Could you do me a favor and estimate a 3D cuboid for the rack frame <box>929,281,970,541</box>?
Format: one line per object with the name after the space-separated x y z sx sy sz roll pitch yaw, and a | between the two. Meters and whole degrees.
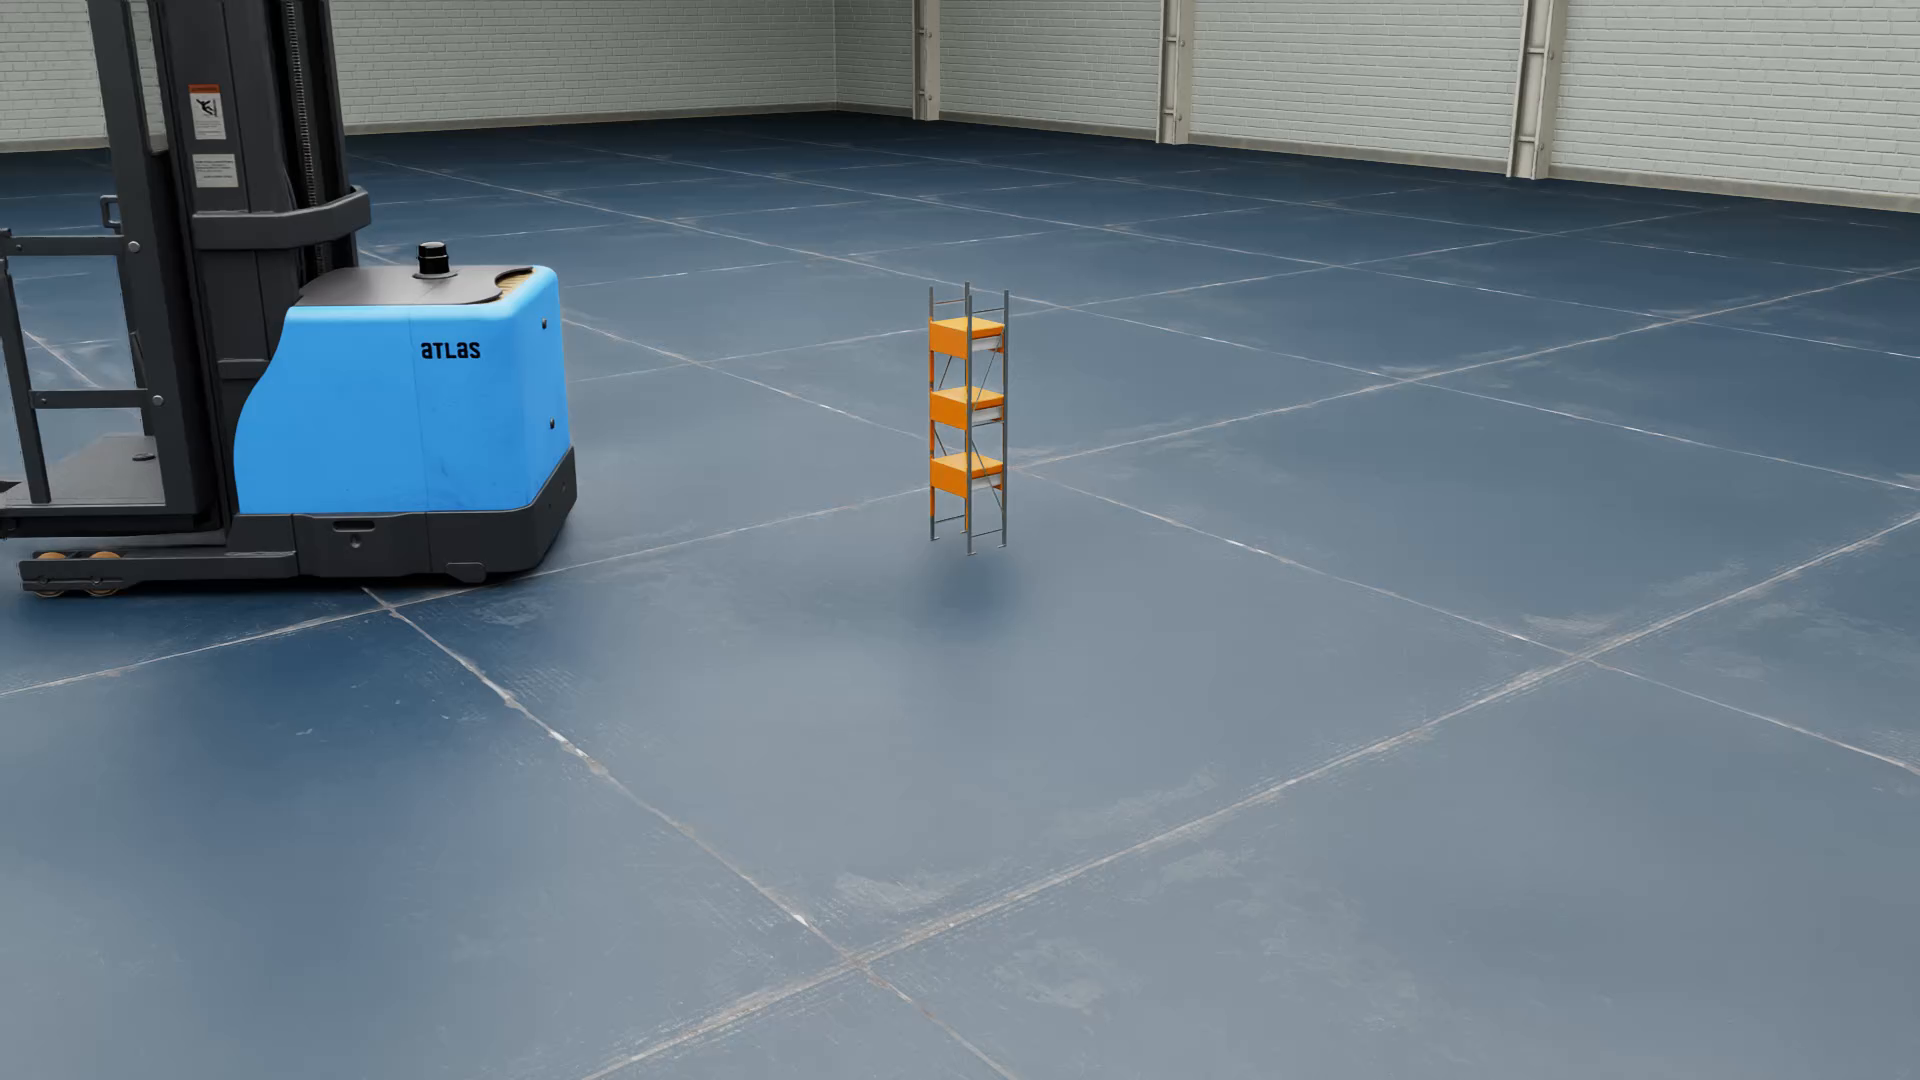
-0.043 -0.515 6.748 0.200 1.050 0.008 -14 23 -36 | rack frame

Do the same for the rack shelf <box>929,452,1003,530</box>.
0.033 -0.211 6.748 0.215 0.259 0.240 -14 23 -36 | rack shelf

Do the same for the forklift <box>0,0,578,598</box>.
-3.144 -1.346 6.265 3.031 2.935 1.130 -1 18 -2 | forklift

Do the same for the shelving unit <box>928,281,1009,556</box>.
0.033 -0.485 6.658 0.215 1.050 0.252 -14 23 -36 | shelving unit

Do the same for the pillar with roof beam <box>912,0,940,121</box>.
-3.960 -10.777 25.092 9.100 9.000 0.400 -14 23 -36 | pillar with roof beam

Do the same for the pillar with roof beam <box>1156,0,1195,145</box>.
-0.234 -9.298 20.627 9.100 9.000 0.400 -14 23 -36 | pillar with roof beam

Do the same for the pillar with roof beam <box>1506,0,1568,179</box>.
3.491 -7.820 16.162 9.100 9.000 0.400 -14 23 -36 | pillar with roof beam

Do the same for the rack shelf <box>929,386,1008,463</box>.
0.033 -0.475 6.661 0.215 0.259 0.240 -14 23 -36 | rack shelf

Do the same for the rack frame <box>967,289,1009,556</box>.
0.109 -0.455 6.567 0.200 1.050 0.008 -14 23 -36 | rack frame

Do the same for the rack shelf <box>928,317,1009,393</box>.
0.033 -0.745 6.572 0.215 0.259 0.240 -14 23 -36 | rack shelf
